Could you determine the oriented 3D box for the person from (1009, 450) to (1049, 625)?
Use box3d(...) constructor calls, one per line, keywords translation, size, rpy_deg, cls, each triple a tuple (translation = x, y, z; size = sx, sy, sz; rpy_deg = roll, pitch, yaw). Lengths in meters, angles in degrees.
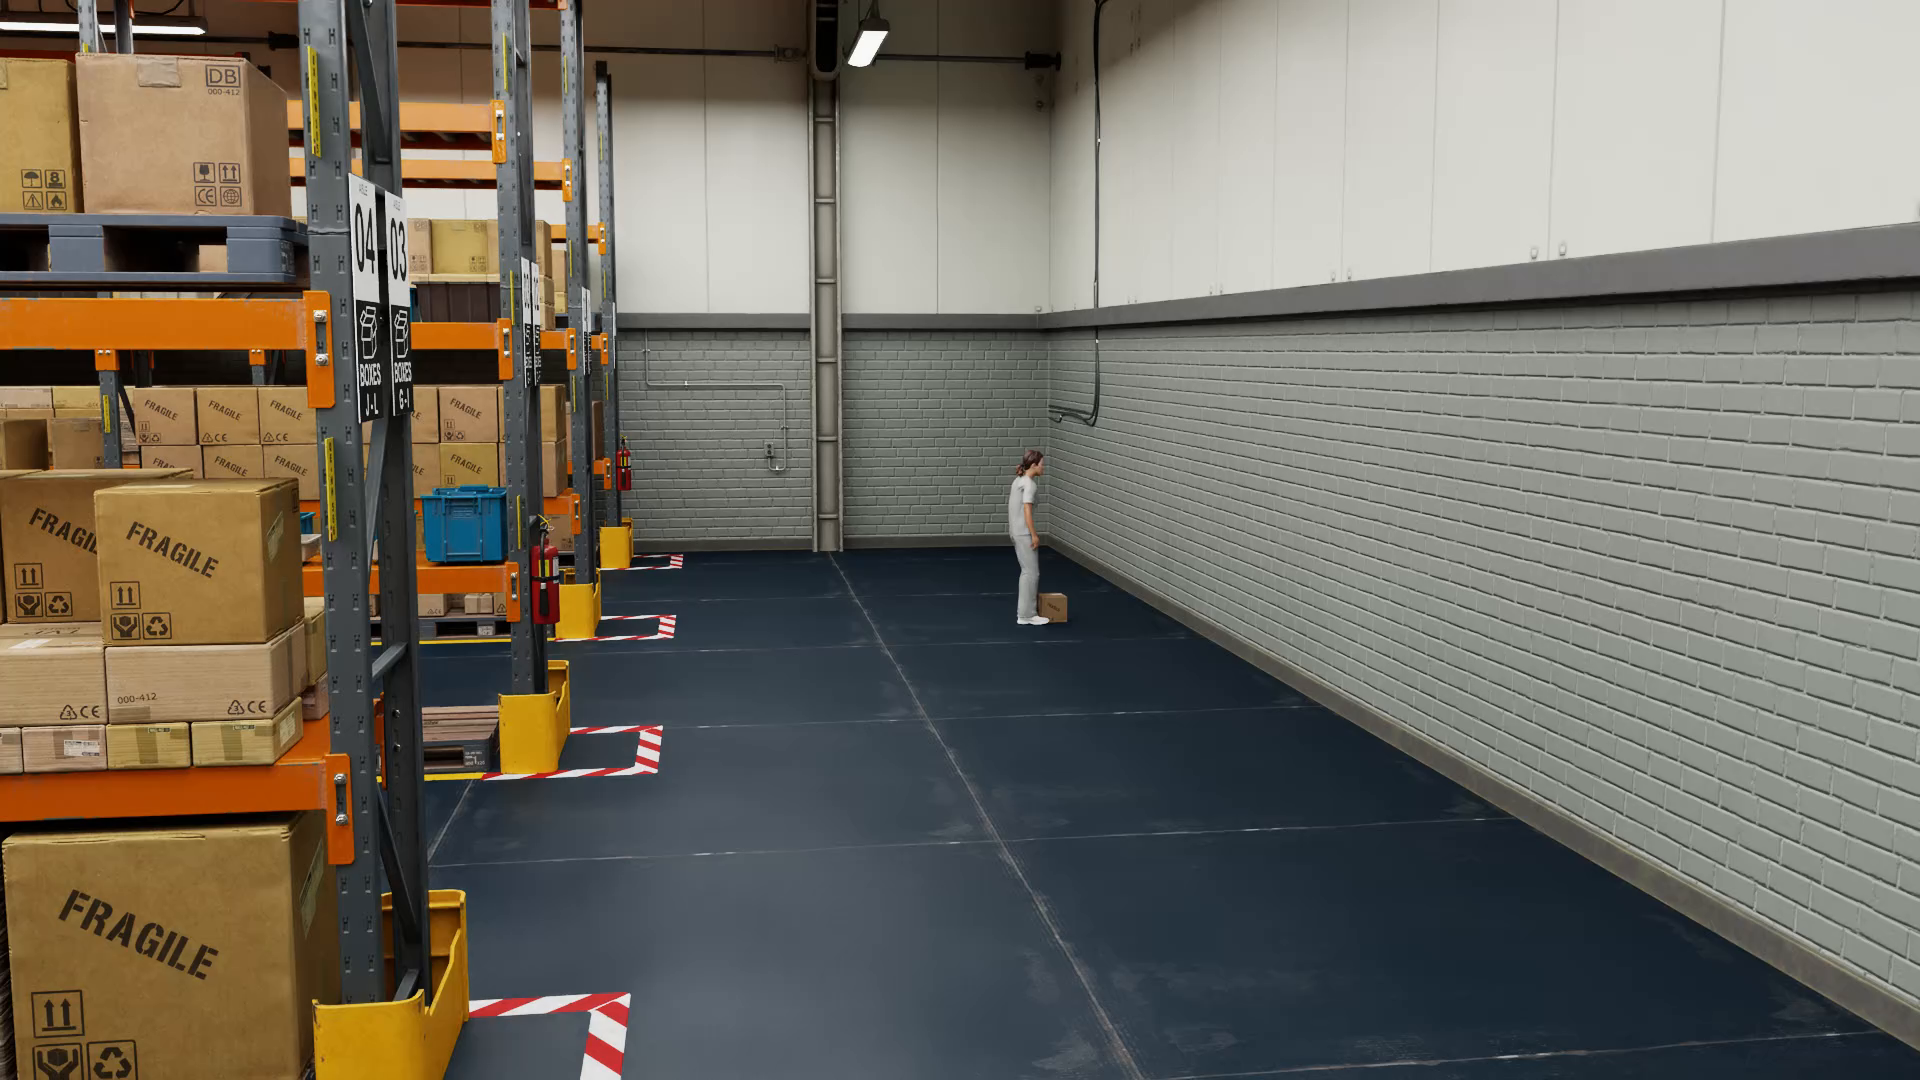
box3d(translation=(0.681, -0.038, 16.128), size=(0.404, 1.673, 0.490), rpy_deg=(-1, 7, -9), cls="person")
